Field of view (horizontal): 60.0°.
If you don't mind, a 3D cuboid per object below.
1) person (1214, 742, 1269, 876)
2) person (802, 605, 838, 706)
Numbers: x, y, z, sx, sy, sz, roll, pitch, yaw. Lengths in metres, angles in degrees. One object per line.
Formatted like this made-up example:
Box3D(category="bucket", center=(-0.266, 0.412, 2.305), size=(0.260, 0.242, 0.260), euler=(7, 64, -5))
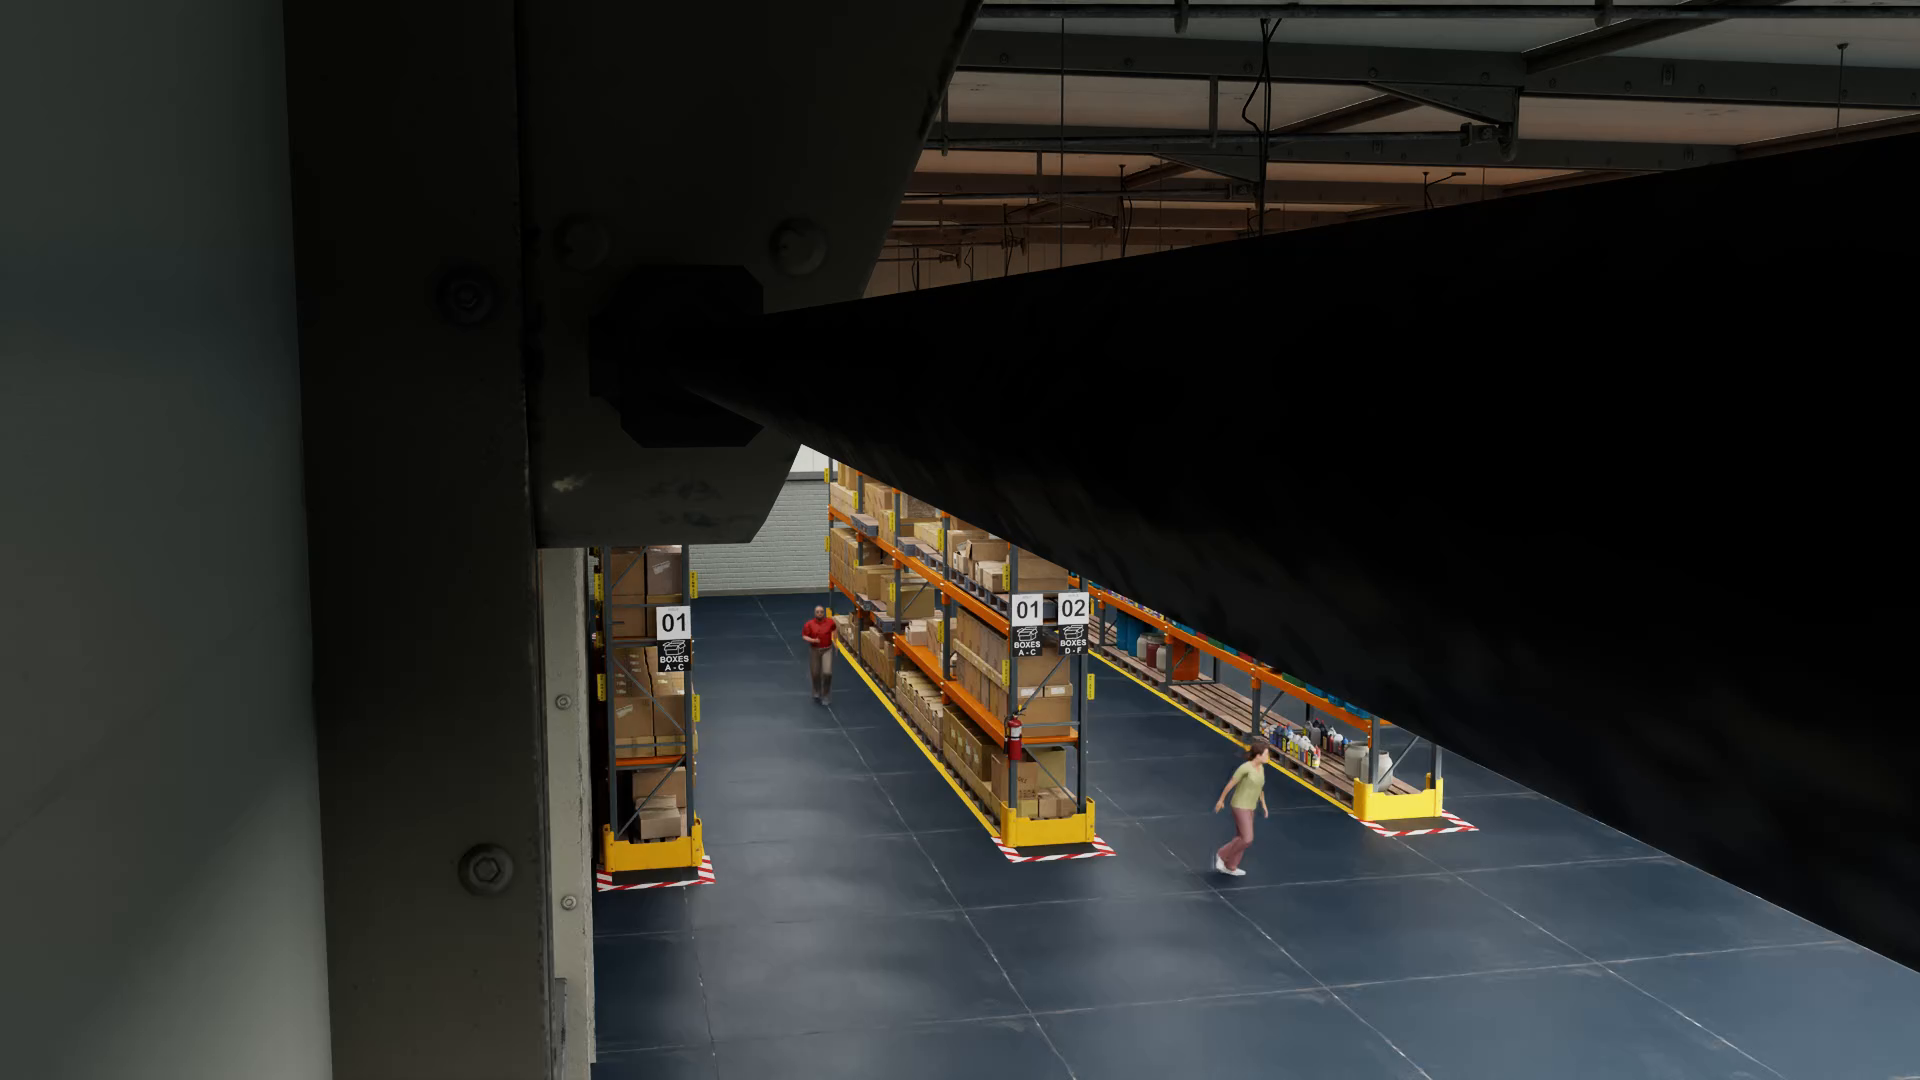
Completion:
Box3D(category="person", center=(3.348, 3.162, 19.749), size=(0.546, 1.568, 0.615), euler=(5, 9, 38))
Box3D(category="person", center=(-2.453, 2.028, 29.188), size=(0.624, 1.791, 0.854), euler=(-1, 7, -6))
